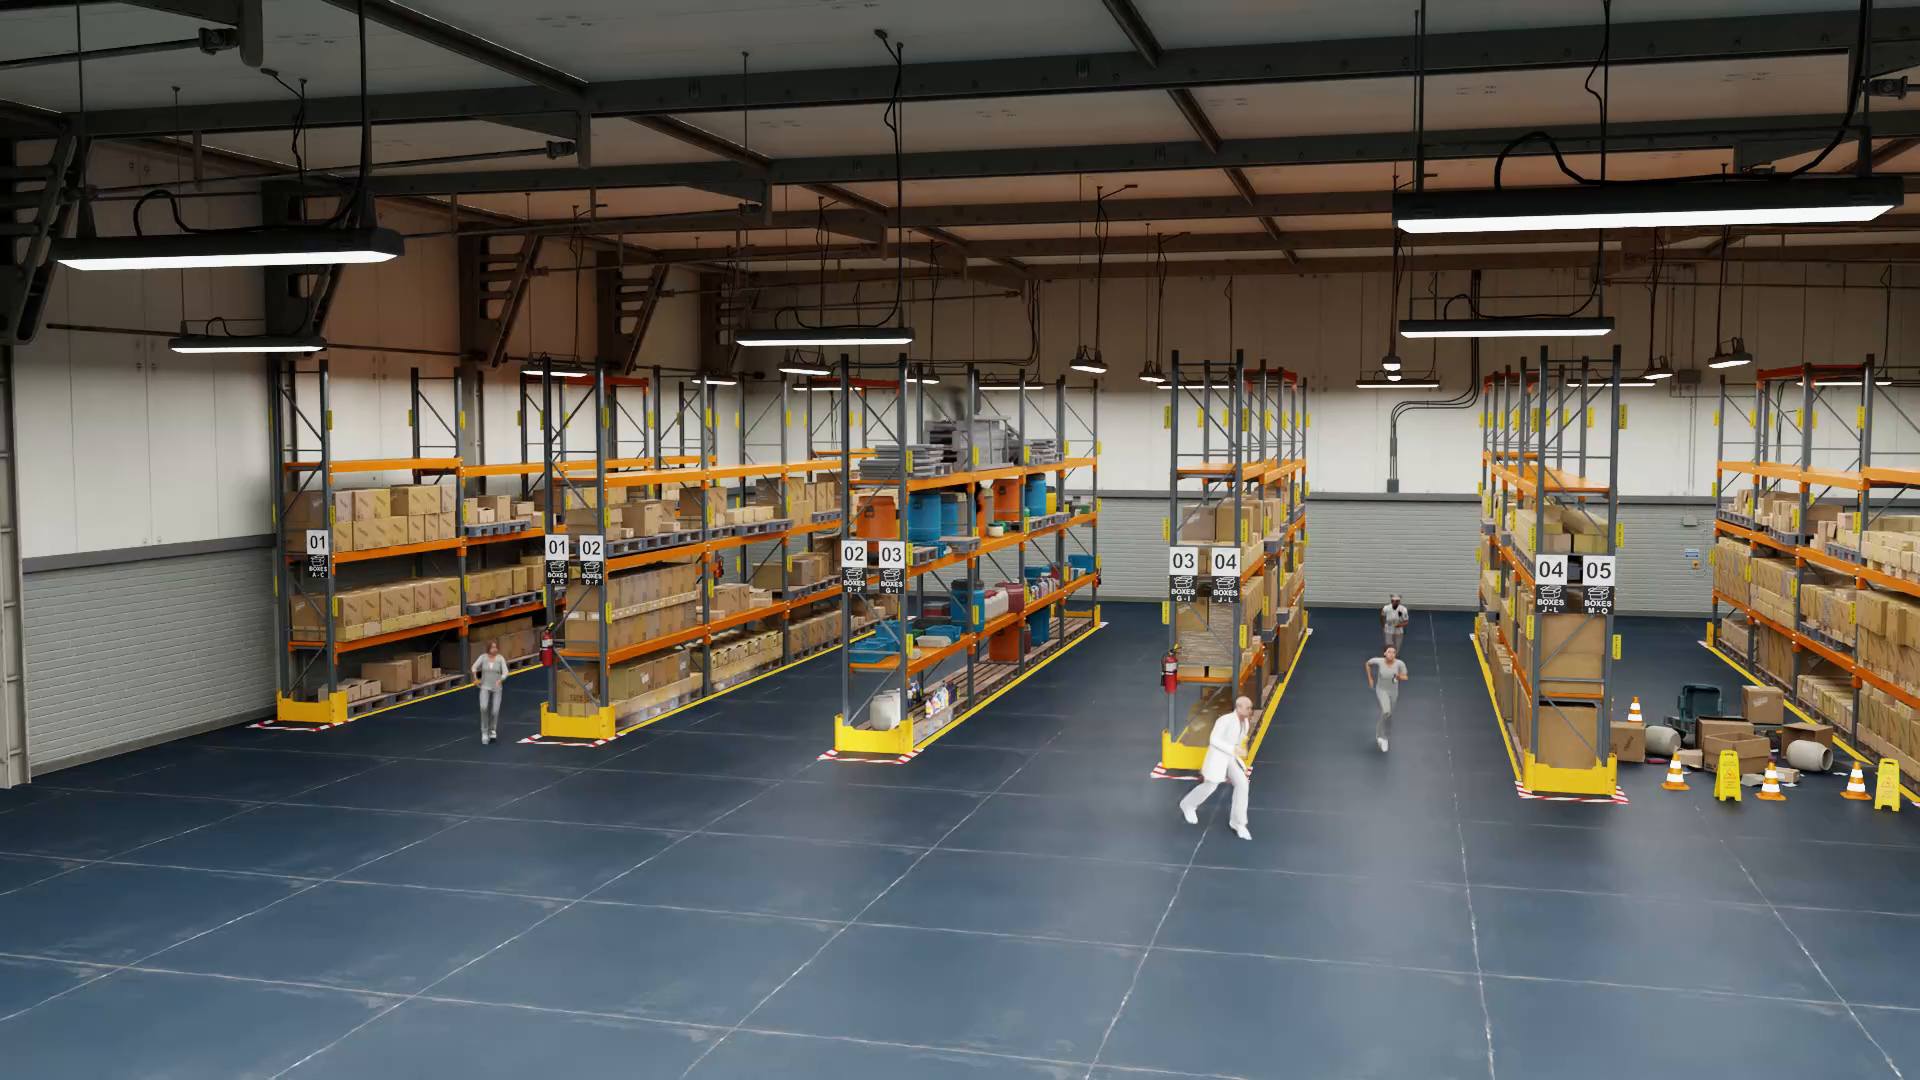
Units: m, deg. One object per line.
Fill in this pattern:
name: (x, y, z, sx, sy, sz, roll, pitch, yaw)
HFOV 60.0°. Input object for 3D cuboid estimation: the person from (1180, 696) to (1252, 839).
person: (3.145, 2.725, 20.238, 1.020, 1.743, 0.755, 4, 6, 43)

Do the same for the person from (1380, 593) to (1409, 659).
person: (8.500, 1.832, 32.558, 0.533, 1.612, 0.698, 1, 4, 11)

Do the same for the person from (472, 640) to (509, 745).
person: (-7.299, 2.353, 25.875, 0.544, 1.606, 0.642, -1, 4, -19)

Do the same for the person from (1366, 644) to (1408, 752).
person: (6.478, 2.373, 25.291, 0.558, 1.615, 0.898, 0, 4, -3)
